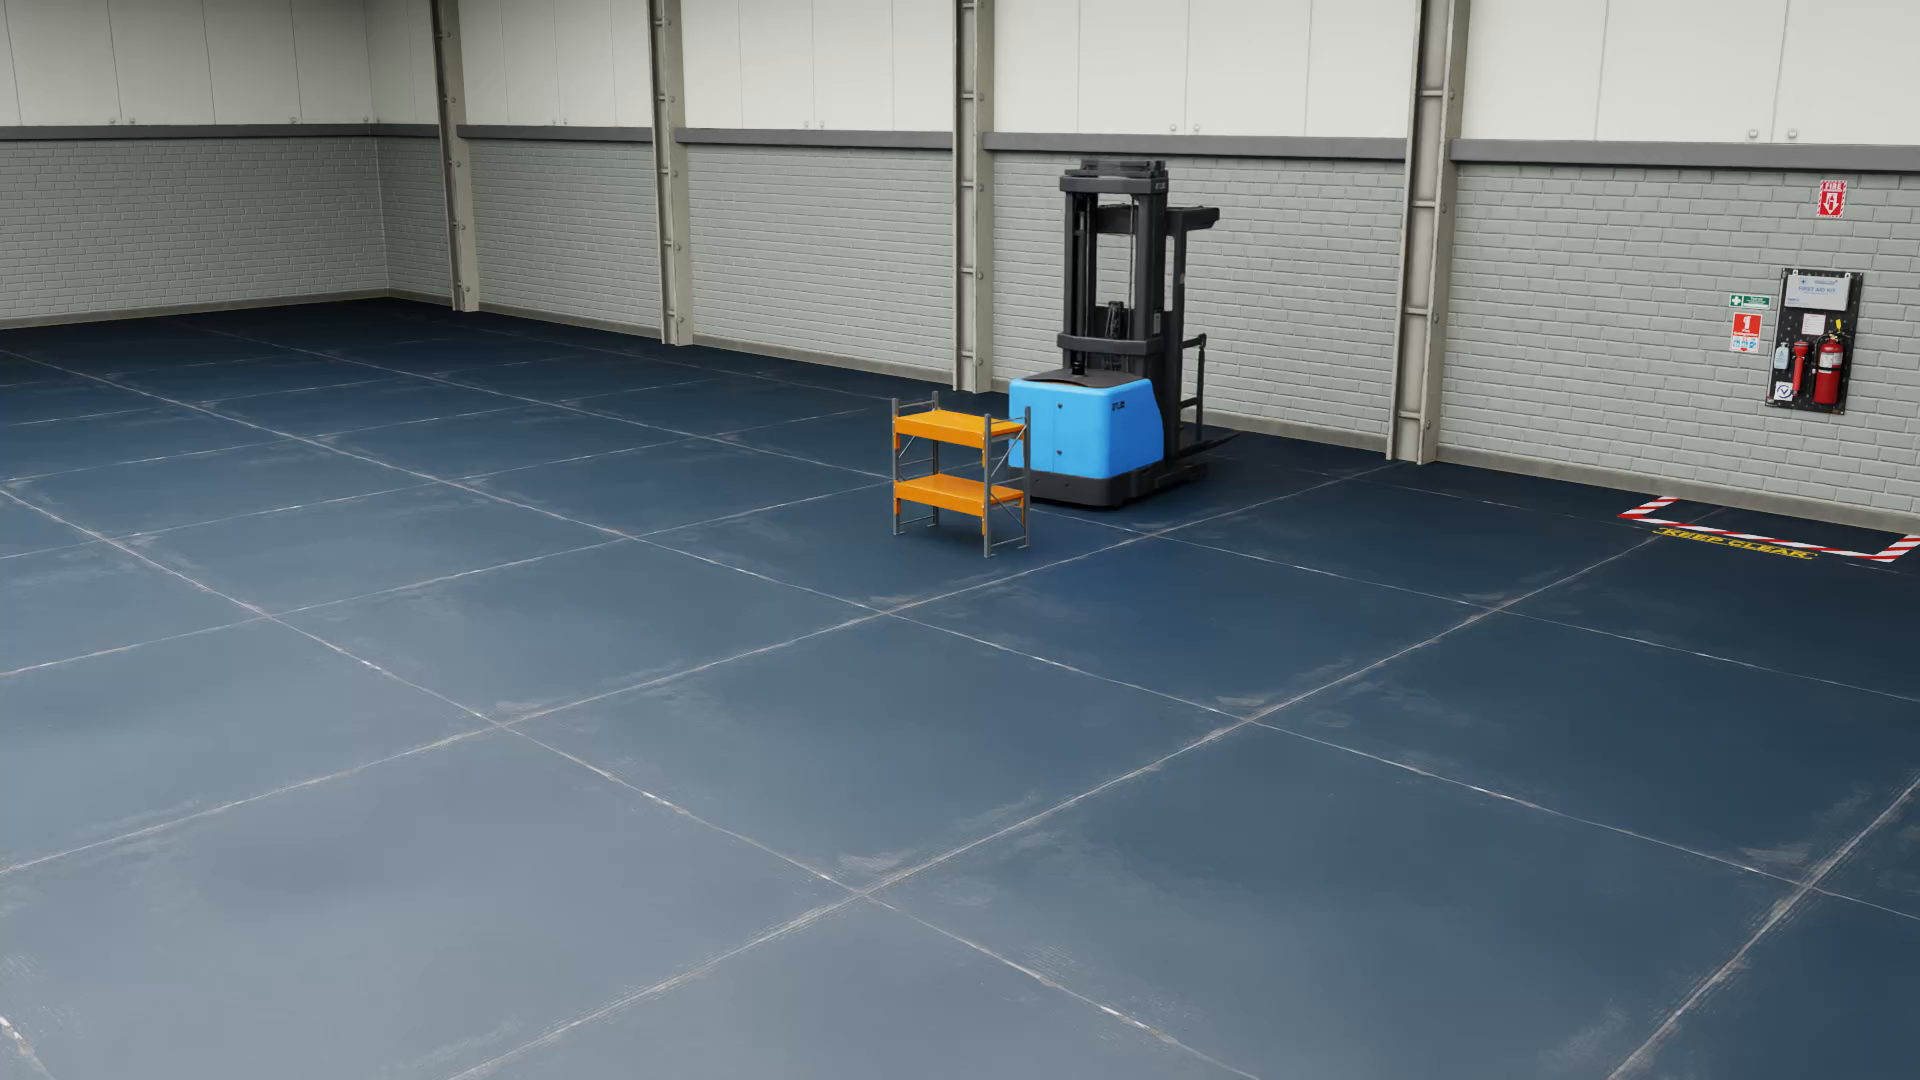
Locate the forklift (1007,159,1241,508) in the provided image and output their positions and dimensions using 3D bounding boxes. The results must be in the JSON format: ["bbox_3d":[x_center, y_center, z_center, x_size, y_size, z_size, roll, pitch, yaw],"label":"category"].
[{"bbox_3d":[1.675,-2.014,15.350,1.130,2.935,3.031,10,18,34],"label":"forklift"}]

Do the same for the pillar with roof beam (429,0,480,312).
[{"bbox_3d":[-11.468,-7.522,24.453,0.400,9.000,9.100,14,20,42],"label":"pillar with roof beam"}]

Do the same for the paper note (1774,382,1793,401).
[{"bbox_3d":[6.965,-1.257,14.053,0.142,0.148,0.016,14,20,42],"label":"paper note"}]

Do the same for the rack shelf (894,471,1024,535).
[{"bbox_3d":[0.005,-0.307,13.347,1.000,0.278,0.538,14,20,42],"label":"rack shelf"}]

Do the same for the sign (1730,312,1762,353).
[{"bbox_3d":[6.718,-1.772,14.214,0.234,0.329,0.001,14,20,42],"label":"sign"}]

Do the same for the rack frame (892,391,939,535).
[{"bbox_3d":[-0.361,-0.632,13.627,0.032,1.125,0.500,14,20,42],"label":"rack frame"}]

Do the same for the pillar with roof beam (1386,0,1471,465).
[{"bbox_3d":[1.489,-4.372,12.363,0.400,9.000,9.100,14,20,42],"label":"pillar with roof beam"}]

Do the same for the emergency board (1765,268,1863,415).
[{"bbox_3d":[7.044,-1.639,13.775,0.643,1.169,0.194,14,20,42],"label":"emergency board"}]

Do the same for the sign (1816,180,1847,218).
[{"bbox_3d":[7.108,-2.781,13.557,0.199,0.298,0.001,14,20,42],"label":"sign"}]

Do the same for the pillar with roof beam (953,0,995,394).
[{"bbox_3d":[-2.830,-5.422,16.393,0.400,9.000,9.100,14,20,42],"label":"pillar with roof beam"}]

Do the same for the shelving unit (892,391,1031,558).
[{"bbox_3d":[0.005,-0.543,13.286,1.048,1.125,0.538,14,20,42],"label":"shelving unit"}]

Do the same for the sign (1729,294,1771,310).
[{"bbox_3d":[6.715,-2.026,14.138,0.331,0.109,0.001,14,20,42],"label":"sign"}]

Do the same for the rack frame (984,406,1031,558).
[{"bbox_3d":[0.371,-0.454,12.944,0.032,1.125,0.500,14,20,42],"label":"rack frame"}]

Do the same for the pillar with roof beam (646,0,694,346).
[{"bbox_3d":[-7.149,-6.472,20.423,0.400,9.000,9.100,14,20,42],"label":"pillar with roof beam"}]

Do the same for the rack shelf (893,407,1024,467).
[{"bbox_3d":[0.005,-0.826,13.212,1.000,0.278,0.538,14,20,42],"label":"rack shelf"}]
